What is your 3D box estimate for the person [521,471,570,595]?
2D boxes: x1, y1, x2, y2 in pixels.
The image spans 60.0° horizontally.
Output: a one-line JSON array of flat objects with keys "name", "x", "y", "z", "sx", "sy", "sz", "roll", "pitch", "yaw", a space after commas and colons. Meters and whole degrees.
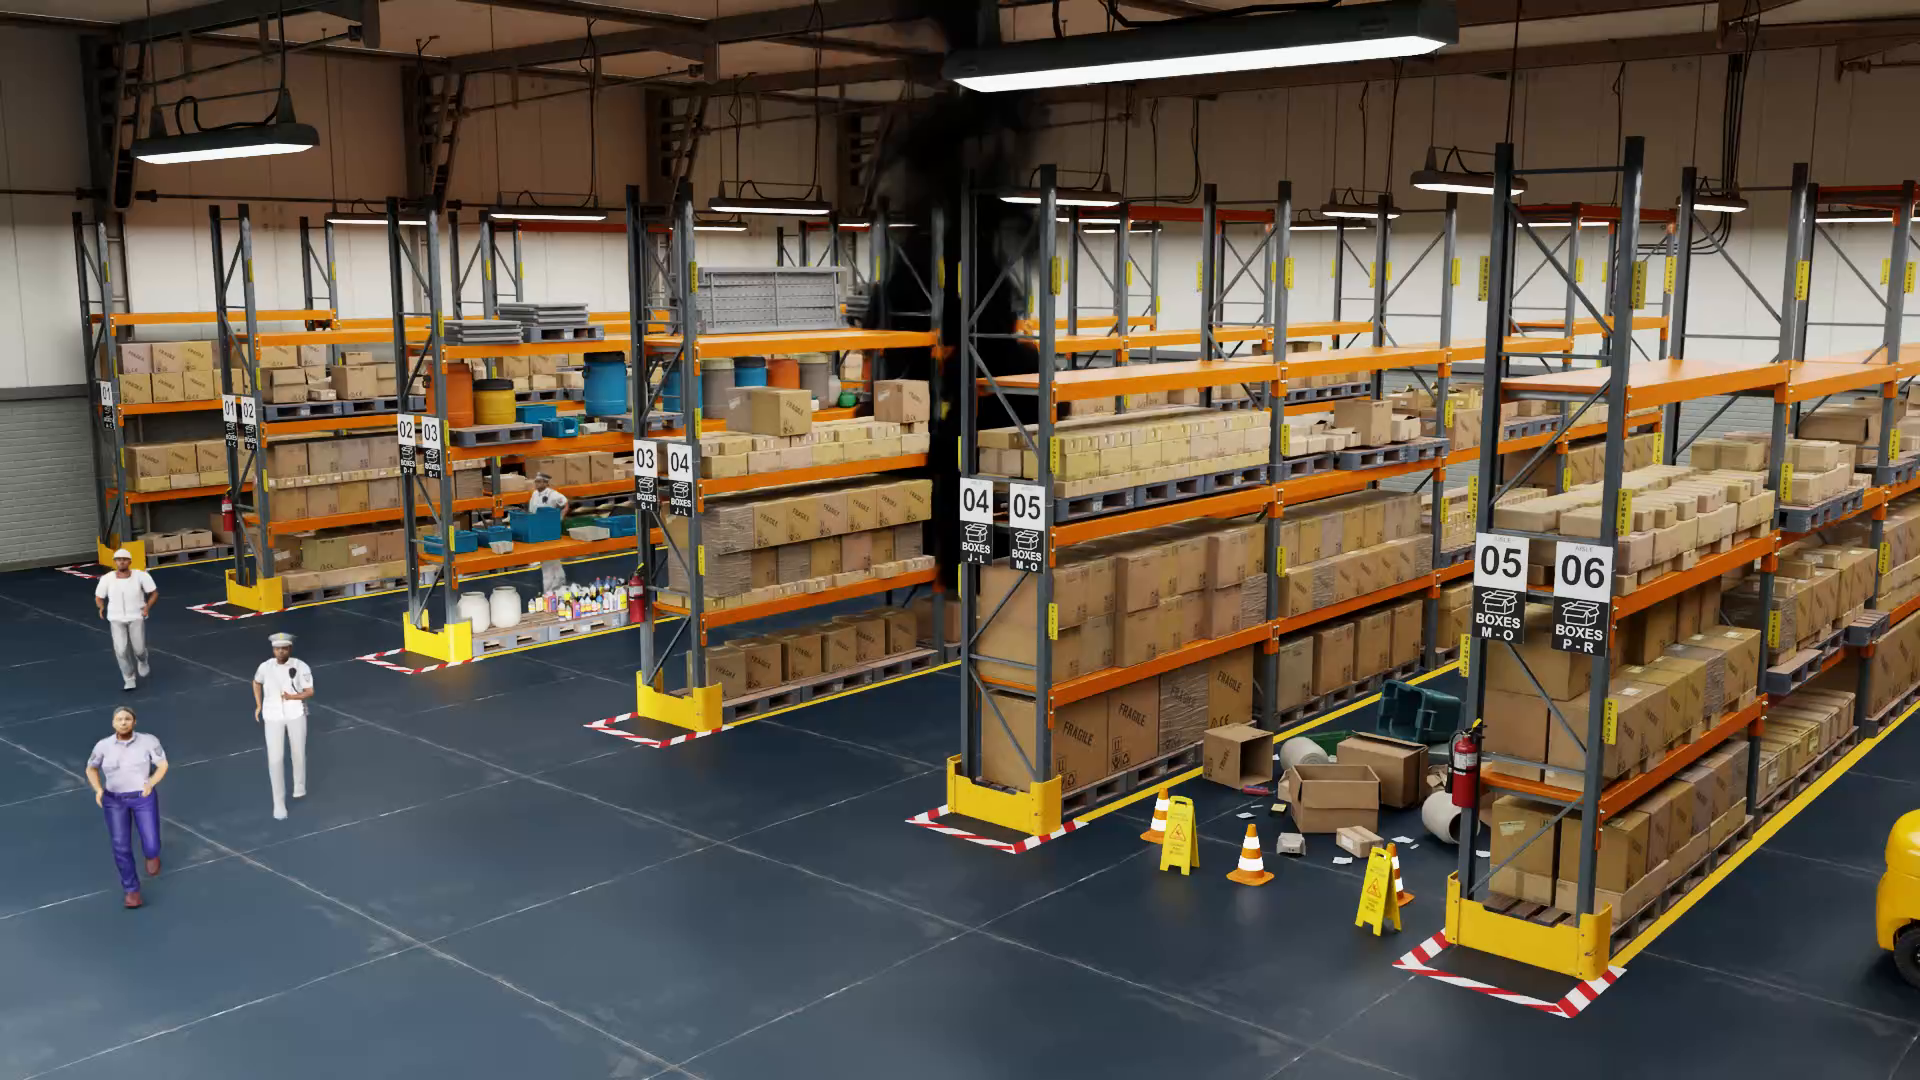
[{"name": "person", "x": -6.236, "y": -0.080, "z": 24.920, "sx": 0.638, "sy": 1.903, "sz": 0.747, "roll": 9, "pitch": 13, "yaw": 43}]

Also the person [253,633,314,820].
[{"name": "person", "x": -6.420, "y": 1.728, "z": 15.815, "sx": 0.536, "sy": 1.758, "sz": 0.770, "roll": -4, "pitch": 10, "yaw": -20}]

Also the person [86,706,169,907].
[{"name": "person", "x": -6.798, "y": 2.140, "z": 13.616, "sx": 0.613, "sy": 1.598, "sz": 0.688, "roll": -4, "pitch": 10, "yaw": -24}]

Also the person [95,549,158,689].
[{"name": "person", "x": -10.197, "y": 0.954, "z": 20.360, "sx": 0.697, "sy": 1.718, "sz": 0.608, "roll": -3, "pitch": 10, "yaw": -19}]
